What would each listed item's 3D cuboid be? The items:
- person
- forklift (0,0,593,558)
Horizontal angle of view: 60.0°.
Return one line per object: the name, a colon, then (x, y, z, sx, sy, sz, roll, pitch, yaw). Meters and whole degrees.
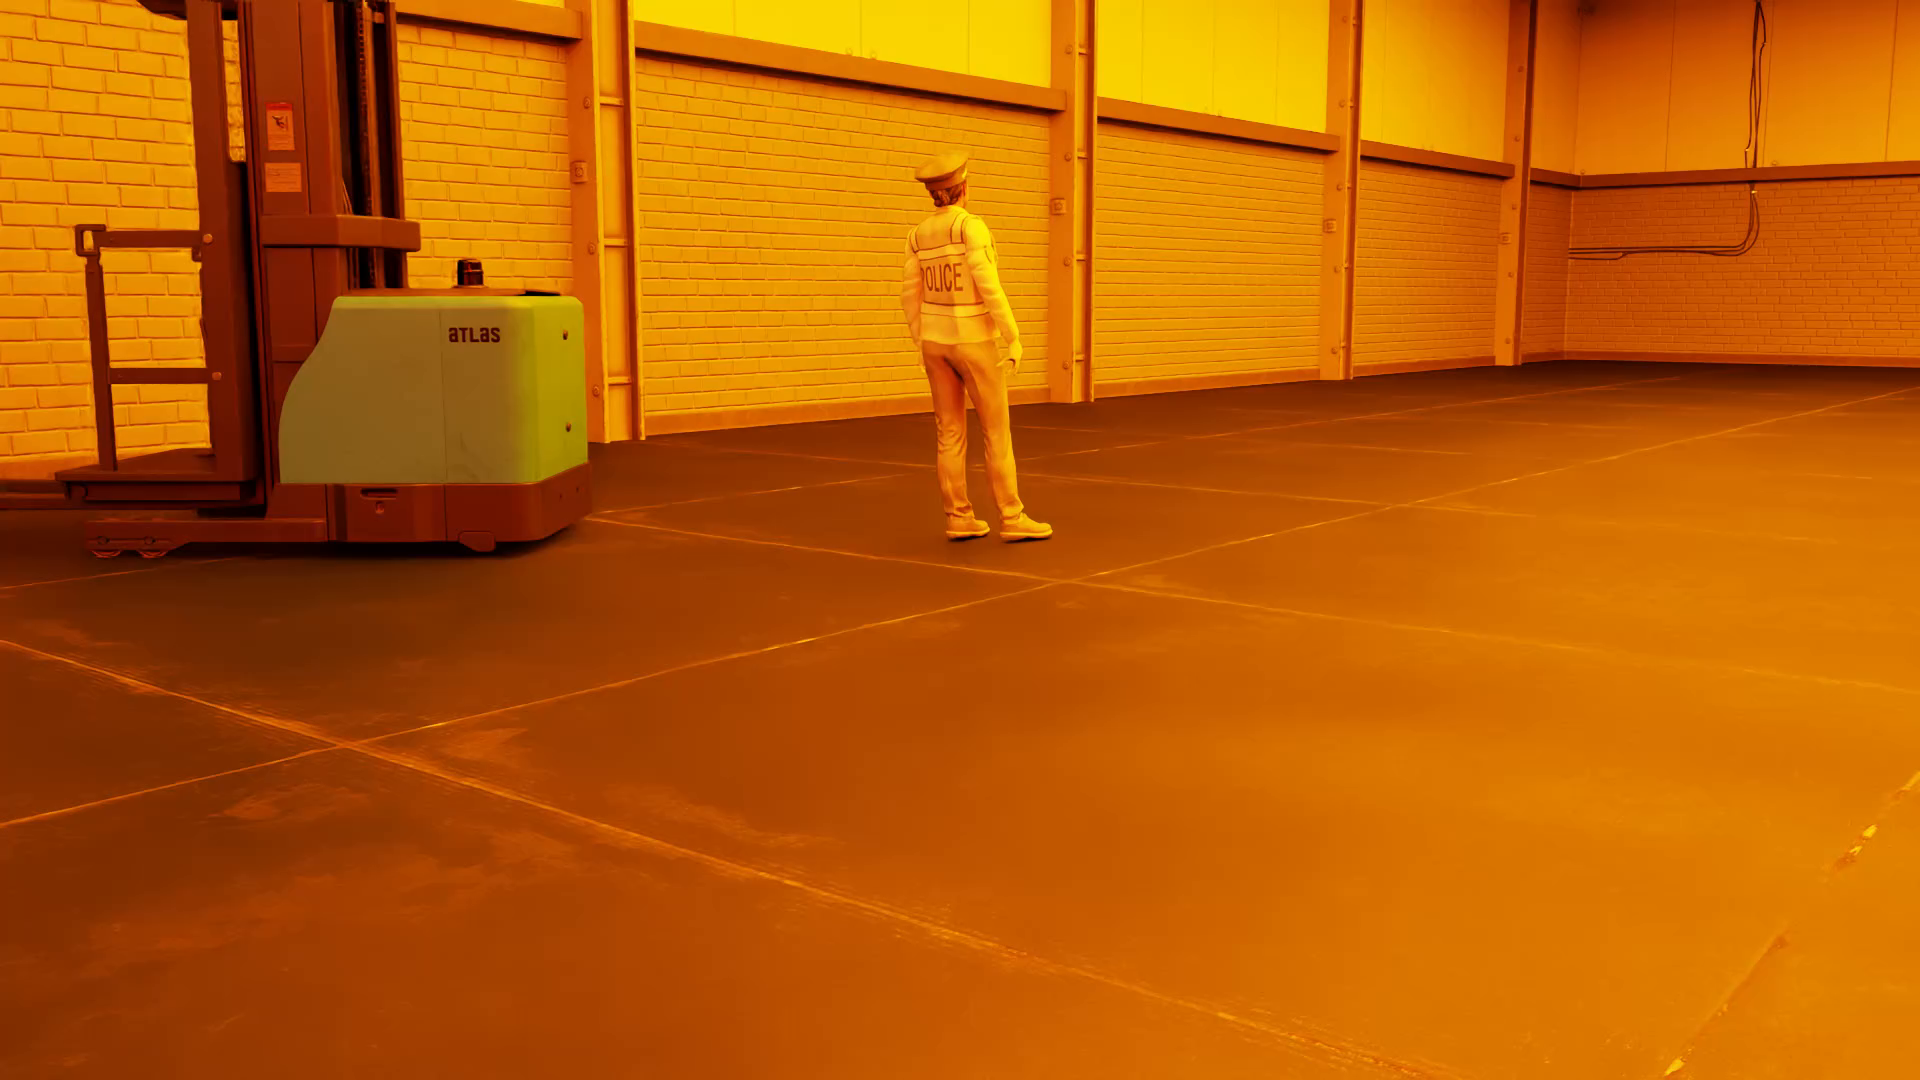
person: (0.048, -0.853, 7.330, 0.586, 1.694, 0.532, 7, 11, 38)
forklift: (-3.244, -1.451, 7.196, 3.031, 2.935, 1.130, 0, 8, 1)
